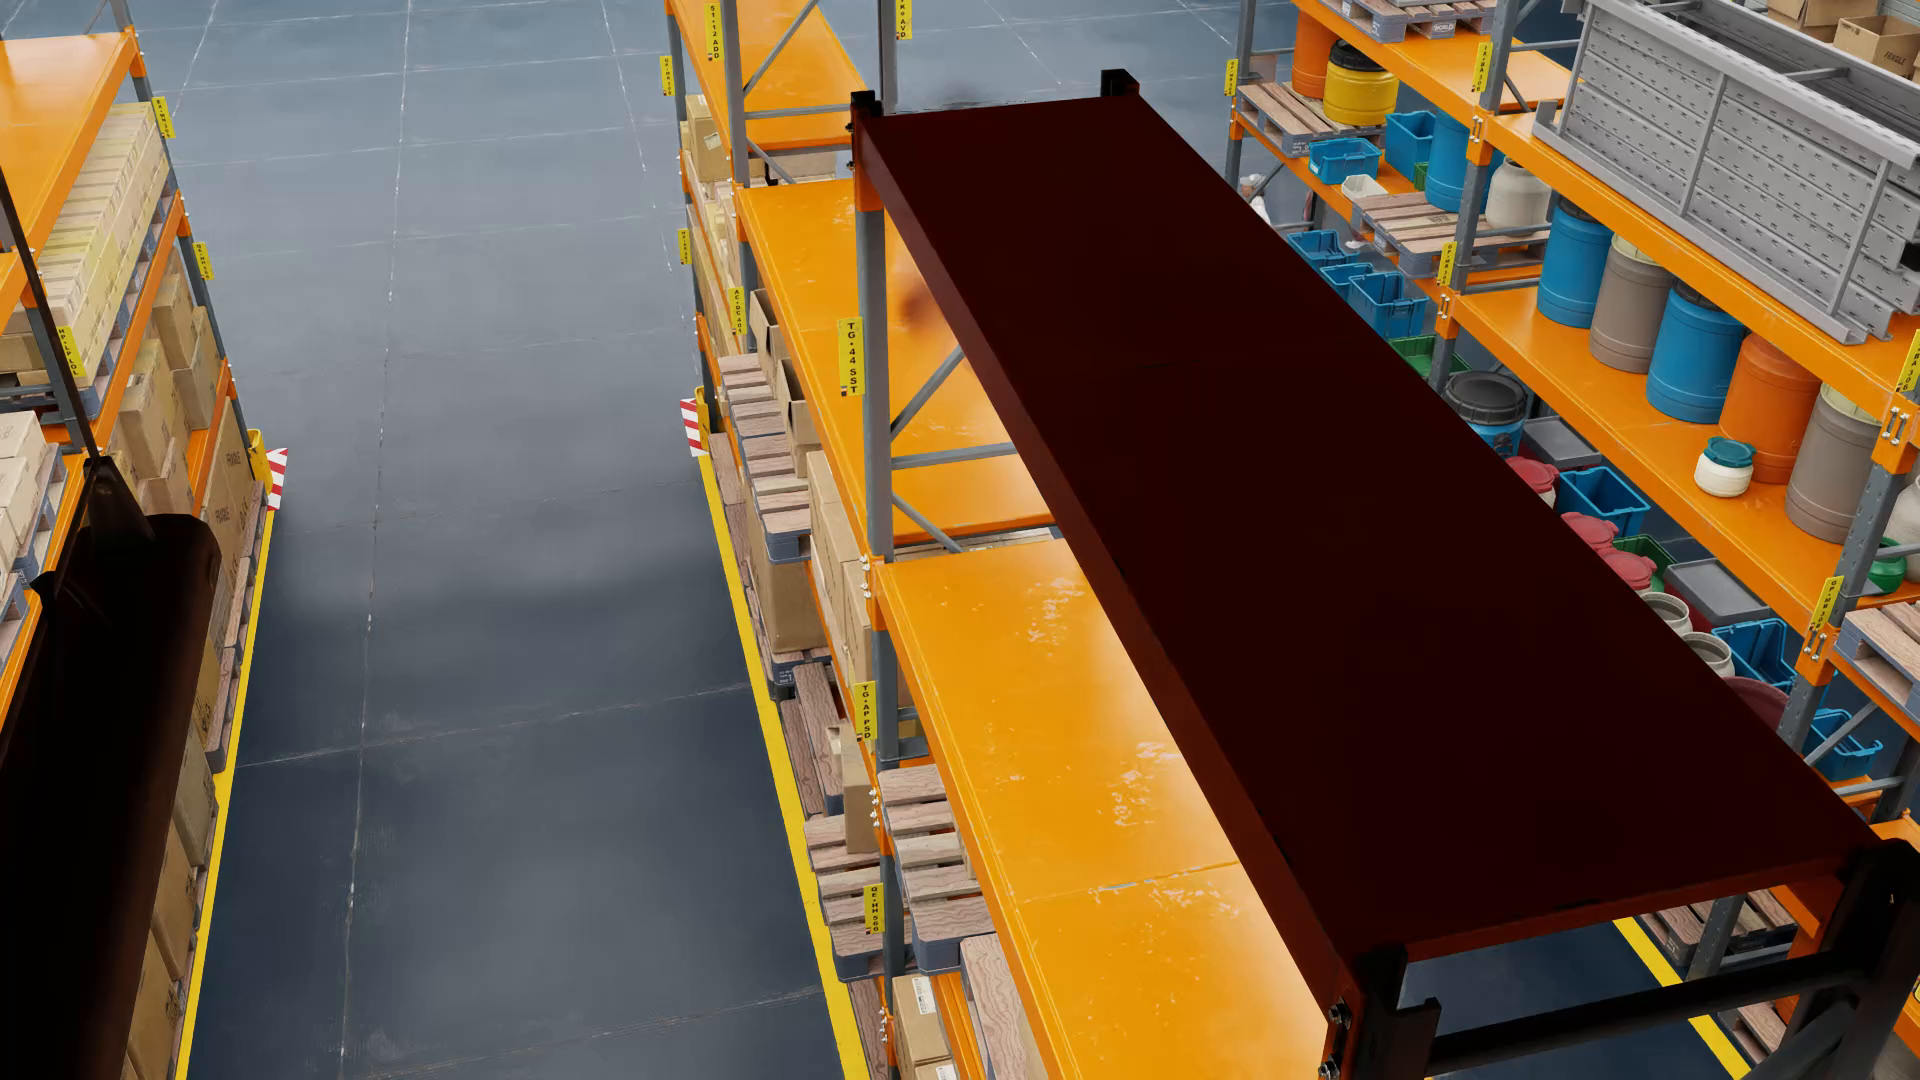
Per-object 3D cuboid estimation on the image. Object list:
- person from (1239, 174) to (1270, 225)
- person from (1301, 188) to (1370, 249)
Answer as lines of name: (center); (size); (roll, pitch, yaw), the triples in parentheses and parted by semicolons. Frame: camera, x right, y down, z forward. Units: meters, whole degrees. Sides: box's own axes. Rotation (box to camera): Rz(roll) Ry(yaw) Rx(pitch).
person: (2.910, -2.956, 16.998); (0.525, 1.618, 0.615); (5, 35, 7)
person: (4.246, -3.997, 18.481); (0.853, 1.685, 0.588); (5, 35, 7)
